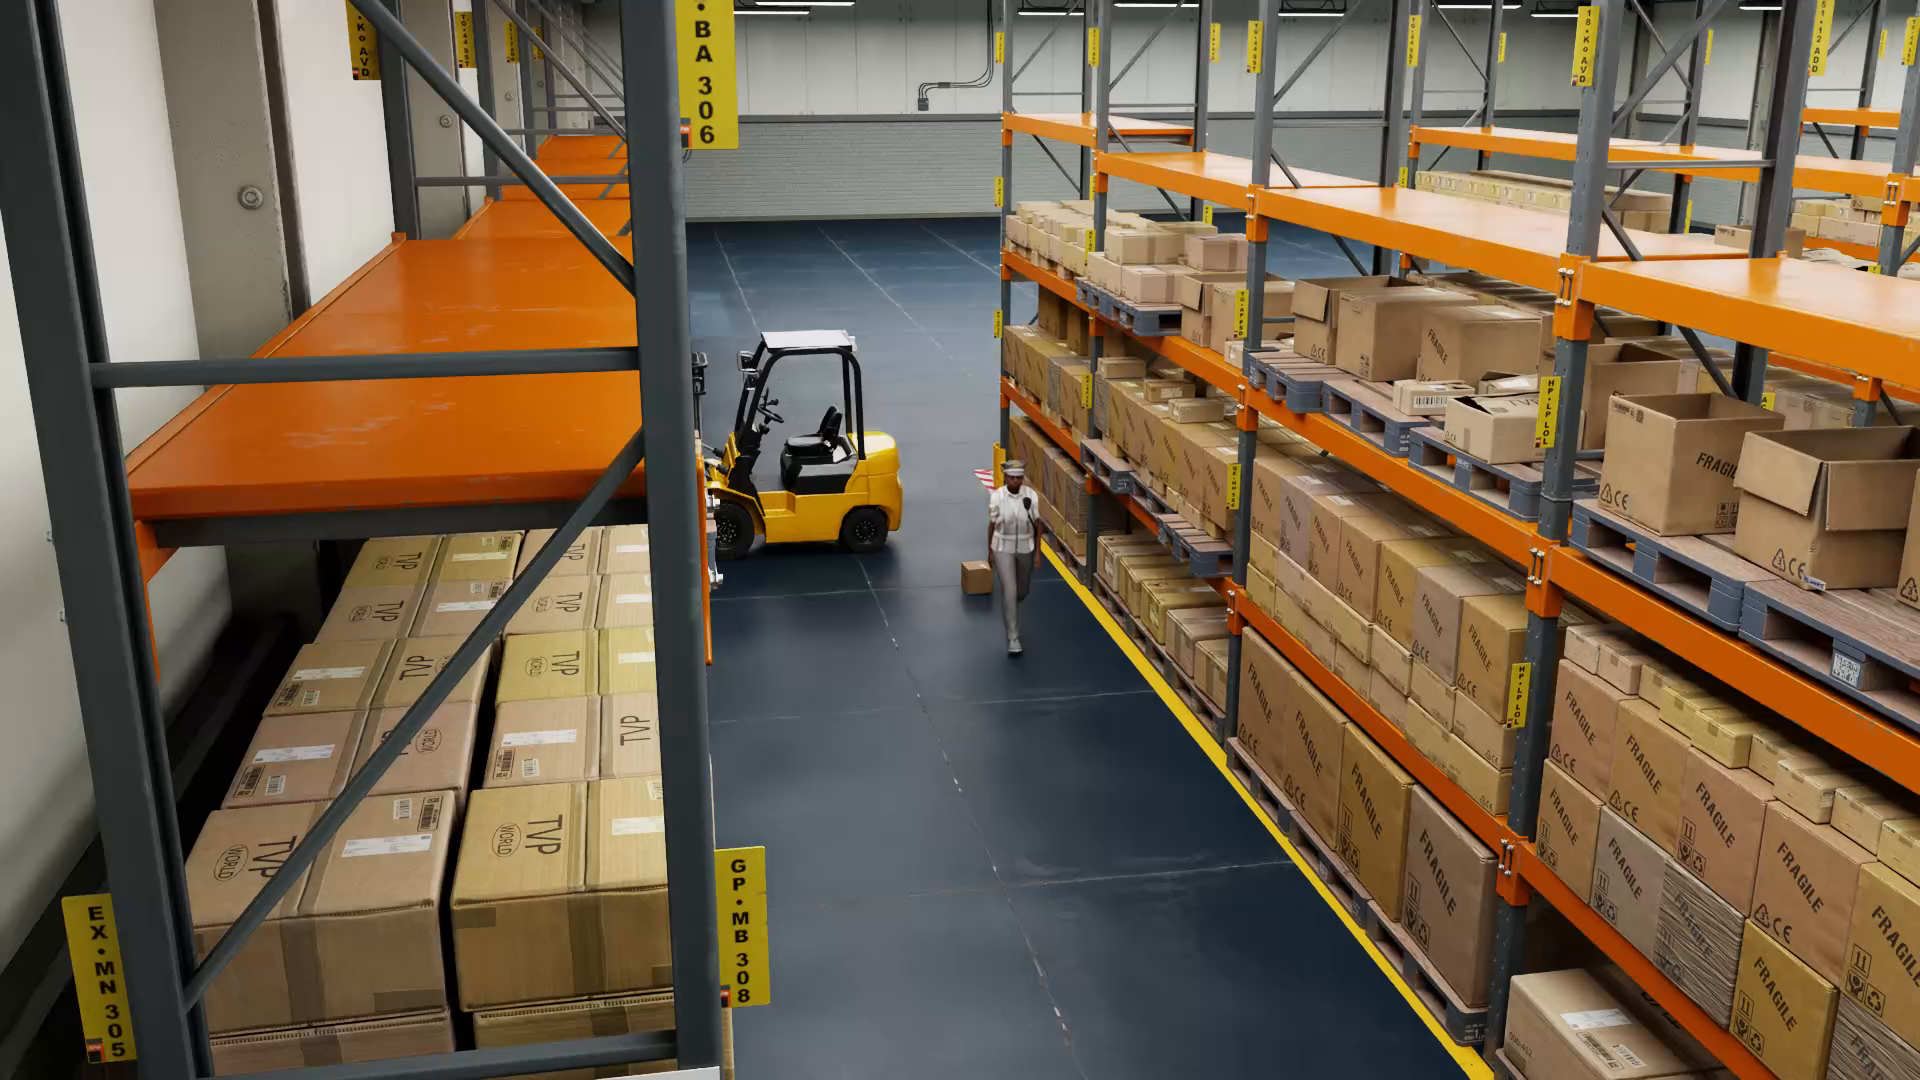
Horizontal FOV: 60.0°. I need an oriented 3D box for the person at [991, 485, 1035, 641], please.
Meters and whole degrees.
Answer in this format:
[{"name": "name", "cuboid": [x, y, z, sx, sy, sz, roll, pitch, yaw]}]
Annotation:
[{"name": "person", "cuboid": [0.438, 0.153, 14.494, 0.386, 1.331, 0.793, -3, 17, -11]}]
